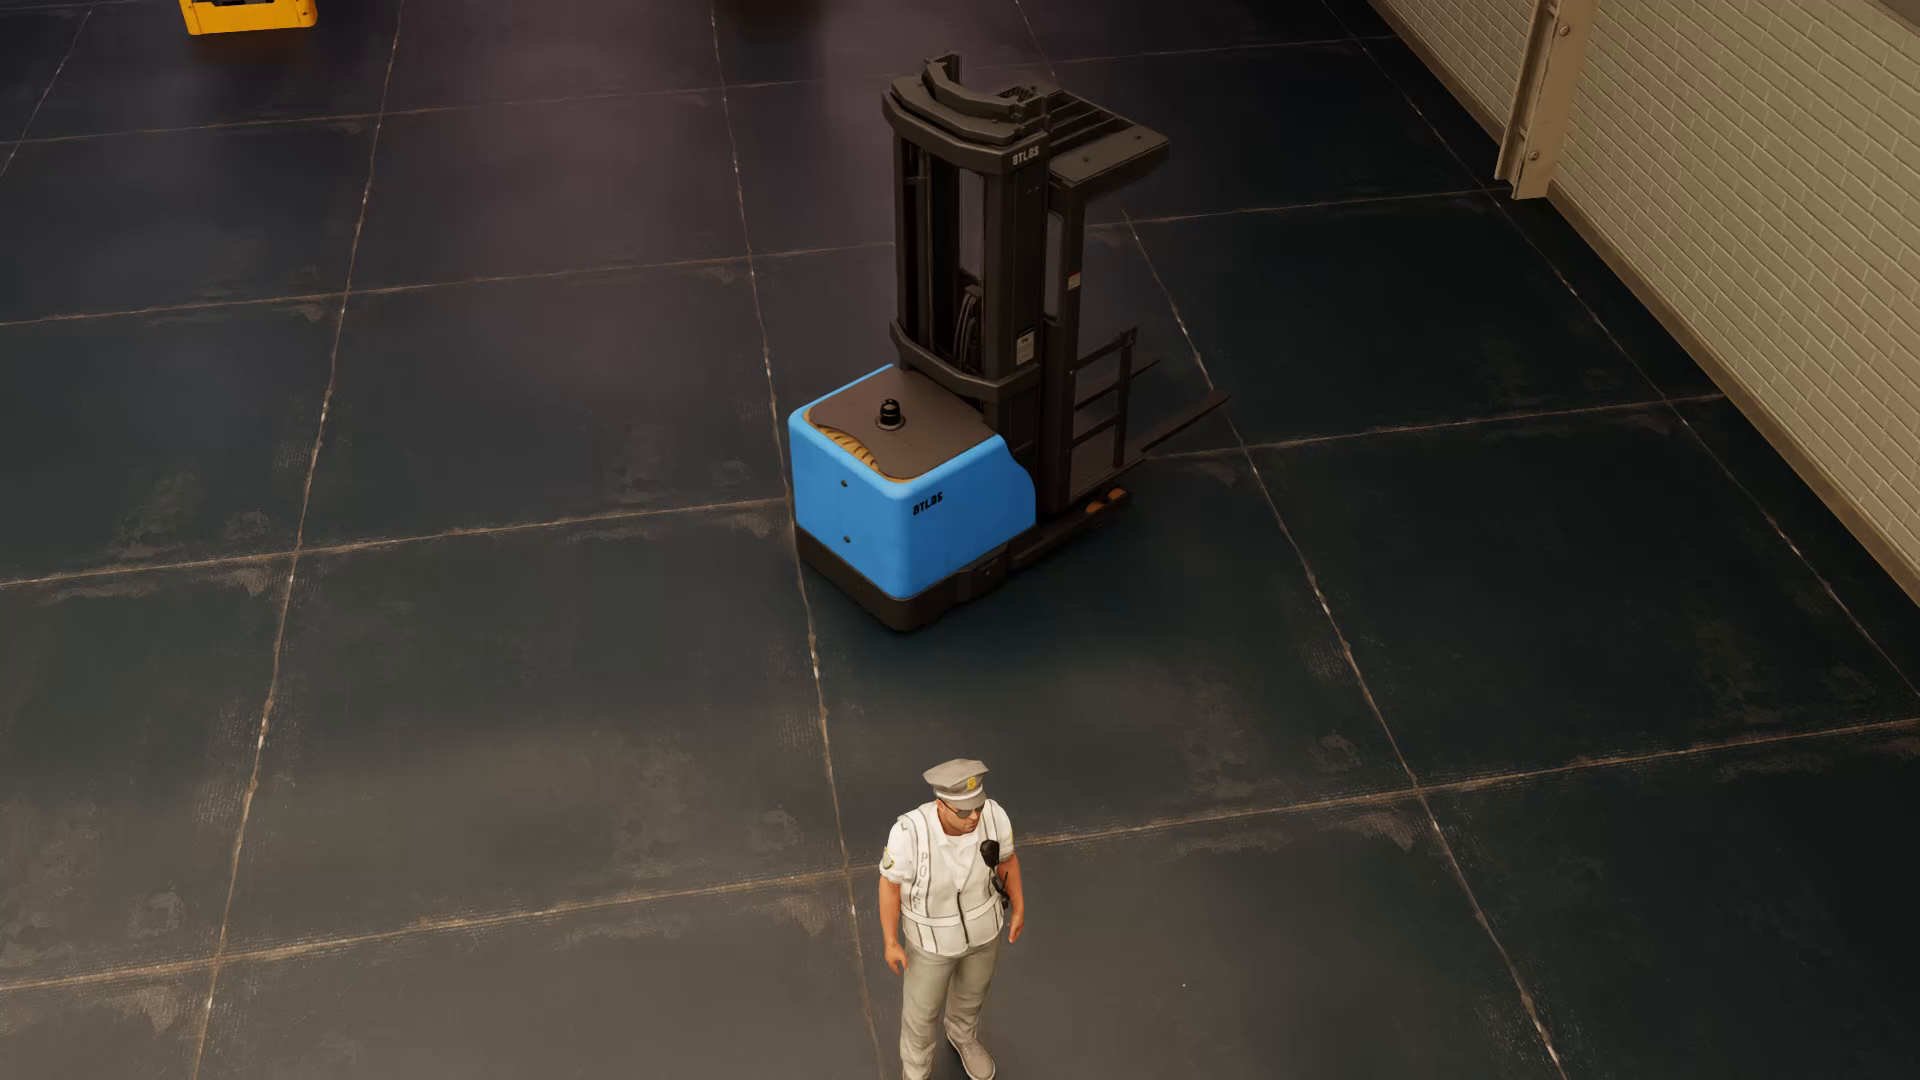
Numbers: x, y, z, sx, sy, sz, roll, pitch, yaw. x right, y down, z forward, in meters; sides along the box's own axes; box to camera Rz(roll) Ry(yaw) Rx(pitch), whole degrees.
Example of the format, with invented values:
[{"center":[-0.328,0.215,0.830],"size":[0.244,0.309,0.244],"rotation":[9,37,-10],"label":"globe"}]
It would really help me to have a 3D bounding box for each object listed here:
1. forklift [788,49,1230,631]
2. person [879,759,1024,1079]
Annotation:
[{"center":[0.441,-1.419,9.626],"size":[3.031,2.935,1.130],"rotation":[-30,49,-31],"label":"forklift"},{"center":[-0.006,1.646,6.897],"size":[0.640,1.780,0.575],"rotation":[-14,42,-16],"label":"person"}]
